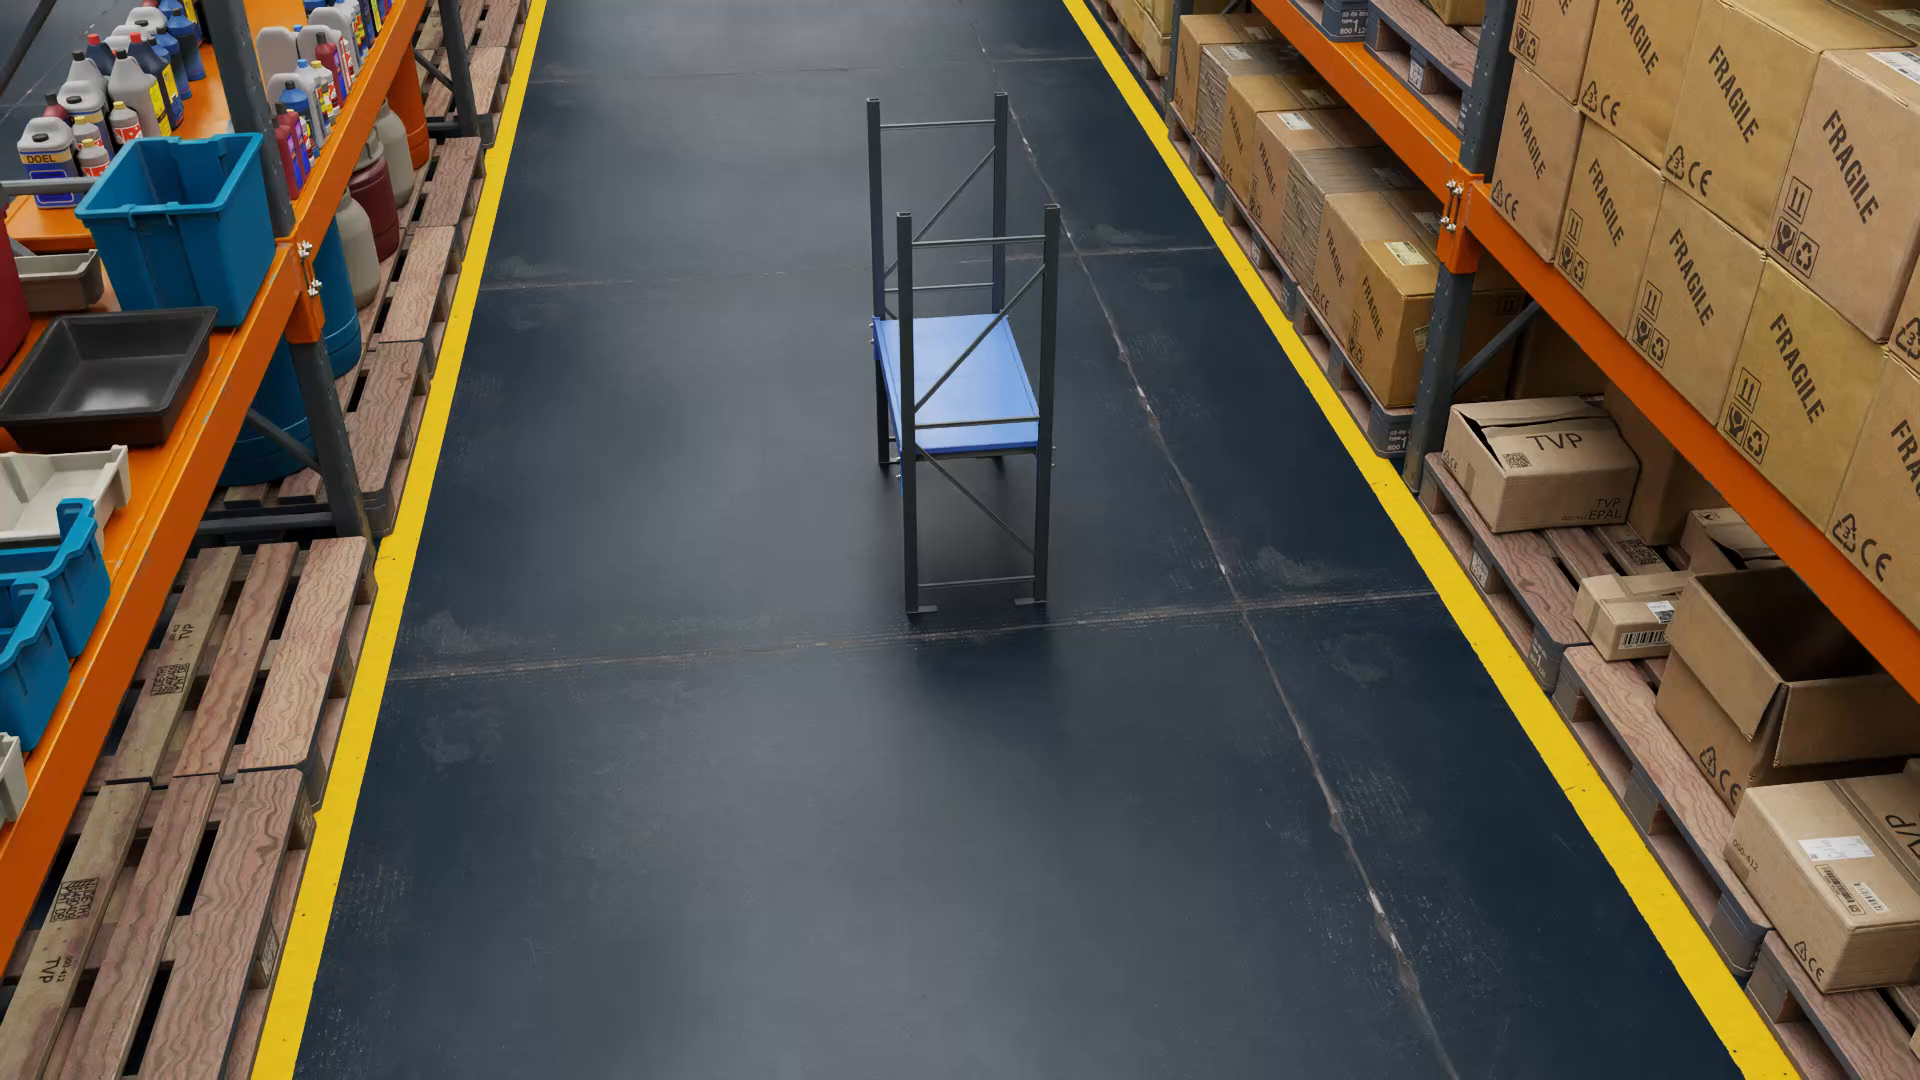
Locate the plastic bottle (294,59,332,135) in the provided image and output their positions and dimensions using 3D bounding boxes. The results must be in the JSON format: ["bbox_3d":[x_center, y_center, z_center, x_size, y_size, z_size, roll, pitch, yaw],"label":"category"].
[{"bbox_3d":[-2.374,-1.618,6.075,0.097,0.271,0.097,0,34,0],"label":"plastic bottle"}]

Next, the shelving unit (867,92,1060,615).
[{"bbox_3d":[-0.011,-0.667,5.897,0.538,1.500,1.048,-4,35,-6],"label":"shelving unit"}]

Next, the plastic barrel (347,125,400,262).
[{"bbox_3d":[-2.955,-1.620,7.733,0.600,0.588,0.708,-4,35,-6],"label":"plastic barrel"}]

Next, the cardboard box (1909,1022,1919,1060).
[{"bbox_3d":[2.513,1.217,3.925,0.380,0.166,0.250,-4,35,-6],"label":"cardboard box"}]

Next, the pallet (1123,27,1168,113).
[{"bbox_3d":[1.647,-3.028,10.506,1.003,0.211,1.213,-4,35,-6],"label":"pallet"}]

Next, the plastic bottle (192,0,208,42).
[{"bbox_3d":[-3.265,-2.254,7.004,0.152,0.276,0.135,-4,35,-6],"label":"plastic bottle"}]

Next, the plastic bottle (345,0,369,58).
[{"bbox_3d":[-2.494,-2.114,6.803,0.097,0.271,0.097,0,34,0],"label":"plastic bottle"}]

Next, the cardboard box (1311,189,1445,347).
[{"bbox_3d":[1.849,-1.165,7.125,0.500,0.500,0.500,-4,35,-6],"label":"cardboard box"}]

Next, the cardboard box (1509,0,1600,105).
[{"bbox_3d":[2.042,-1.656,5.040,0.500,0.500,0.500,-4,34,-5],"label":"cardboard box"}]

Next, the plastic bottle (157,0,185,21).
[{"bbox_3d":[-3.192,-2.087,6.763,0.097,0.271,0.097,0,34,0],"label":"plastic bottle"}]

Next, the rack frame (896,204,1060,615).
[{"bbox_3d":[0.057,-0.384,5.481,0.500,1.500,0.032,-4,35,-6],"label":"rack frame"}]

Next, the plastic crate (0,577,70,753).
[{"bbox_3d":[-1.998,0.266,3.292,0.416,0.233,0.300,-4,35,-6],"label":"plastic crate"}]

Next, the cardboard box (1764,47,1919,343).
[{"bbox_3d":[2.251,-0.794,3.774,0.500,0.500,0.500,-3,34,-5],"label":"cardboard box"}]

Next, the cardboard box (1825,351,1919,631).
[{"bbox_3d":[2.330,-0.093,3.634,0.500,0.500,0.500,-4,34,-6],"label":"cardboard box"}]

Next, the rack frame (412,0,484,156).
[{"bbox_3d":[-3.190,-3.345,8.495,1.000,3.000,0.127,-4,35,-6],"label":"rack frame"}]

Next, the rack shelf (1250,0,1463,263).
[{"bbox_3d":[1.988,-2.305,7.608,1.077,0.370,4.000,-4,35,-6],"label":"rack shelf"}]

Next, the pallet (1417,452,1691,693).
[{"bbox_3d":[2.349,0.050,5.990,1.003,0.211,1.213,-4,35,-6],"label":"pallet"}]

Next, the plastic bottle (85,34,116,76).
[{"bbox_3d":[-3.124,-1.684,6.101,0.144,0.351,0.185,-4,35,-6],"label":"plastic bottle"}]

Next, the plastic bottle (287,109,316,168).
[{"bbox_3d":[-2.330,-1.405,5.825,0.097,0.201,0.097,0,34,0],"label":"plastic bottle"}]

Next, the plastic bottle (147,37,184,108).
[{"bbox_3d":[-3.021,-1.761,6.284,0.097,0.271,0.097,0,34,0],"label":"plastic bottle"}]

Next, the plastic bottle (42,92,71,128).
[{"bbox_3d":[-3.101,-1.386,5.724,0.061,0.283,0.133,-4,35,-6],"label":"plastic bottle"}]

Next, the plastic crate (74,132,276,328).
[{"bbox_3d":[-2.251,-0.897,4.863,0.392,0.384,0.575,-4,35,-6],"label":"plastic crate"}]

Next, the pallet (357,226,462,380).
[{"bbox_3d":[-2.882,-1.077,7.643,1.003,0.211,1.213,-4,35,-6],"label":"pallet"}]

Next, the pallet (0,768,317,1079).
[{"bbox_3d":[-2.347,1.129,4.406,1.003,0.211,1.213,-4,35,-6],"label":"pallet"}]

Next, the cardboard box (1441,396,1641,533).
[{"bbox_3d":[2.099,-0.306,6.033,0.500,0.311,0.500,-4,35,-6],"label":"cardboard box"}]

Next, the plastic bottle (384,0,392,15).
[{"bbox_3d":[-2.559,-2.466,7.308,0.061,0.283,0.133,-4,35,-6],"label":"plastic bottle"}]

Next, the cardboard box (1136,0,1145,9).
[{"bbox_3d":[1.328,-3.551,10.367,0.500,0.311,0.500,-5,35,-7],"label":"cardboard box"}]

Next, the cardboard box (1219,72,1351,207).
[{"bbox_3d":[1.636,-2.020,8.379,0.500,0.500,0.500,-5,35,-7],"label":"cardboard box"}]

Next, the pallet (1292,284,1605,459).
[{"bbox_3d":[2.110,-0.785,7.214,1.003,0.211,1.213,-4,35,-6],"label":"pallet"}]

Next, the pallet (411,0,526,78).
[{"bbox_3d":[-3.416,-3.307,10.916,1.003,0.211,1.213,-4,35,-6],"label":"pallet"}]

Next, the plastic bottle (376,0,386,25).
[{"bbox_3d":[-2.579,-2.402,7.154,0.144,0.351,0.185,-4,35,-6],"label":"plastic bottle"}]

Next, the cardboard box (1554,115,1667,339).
[{"bbox_3d":[2.128,-0.937,4.873,0.500,0.500,0.500,-4,34,-6],"label":"cardboard box"}]

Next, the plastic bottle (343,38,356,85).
[{"bbox_3d":[-2.449,-1.902,6.553,0.097,0.201,0.097,0,34,0],"label":"plastic bottle"}]

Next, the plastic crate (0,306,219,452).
[{"bbox_3d":[-2.235,-0.420,4.394,0.437,0.125,0.590,-4,35,-6],"label":"plastic crate"}]

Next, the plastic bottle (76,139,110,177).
[{"bbox_3d":[-2.904,-1.246,5.592,0.097,0.201,0.097,0,34,0],"label":"plastic bottle"}]

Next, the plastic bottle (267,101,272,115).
[{"bbox_3d":[-2.507,-1.503,5.968,0.097,0.201,0.097,0,34,0],"label":"plastic bottle"}]

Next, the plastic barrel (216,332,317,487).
[{"bbox_3d":[-2.708,-0.724,6.140,0.600,0.901,0.708,-4,35,-6],"label":"plastic barrel"}]

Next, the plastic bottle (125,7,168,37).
[{"bbox_3d":[-3.191,-1.947,6.554,0.152,0.276,0.135,-4,35,-6],"label":"plastic bottle"}]

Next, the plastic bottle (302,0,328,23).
[{"bbox_3d":[-2.650,-2.158,6.867,0.097,0.271,0.097,0,34,0],"label":"plastic bottle"}]

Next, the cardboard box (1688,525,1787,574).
[{"bbox_3d":[2.716,0.158,5.351,0.500,0.311,0.500,-4,35,-6],"label":"cardboard box"}]

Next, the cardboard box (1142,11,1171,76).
[{"bbox_3d":[1.407,-3.031,10.102,0.500,0.250,0.500,-4,34,-5],"label":"cardboard box"}]
